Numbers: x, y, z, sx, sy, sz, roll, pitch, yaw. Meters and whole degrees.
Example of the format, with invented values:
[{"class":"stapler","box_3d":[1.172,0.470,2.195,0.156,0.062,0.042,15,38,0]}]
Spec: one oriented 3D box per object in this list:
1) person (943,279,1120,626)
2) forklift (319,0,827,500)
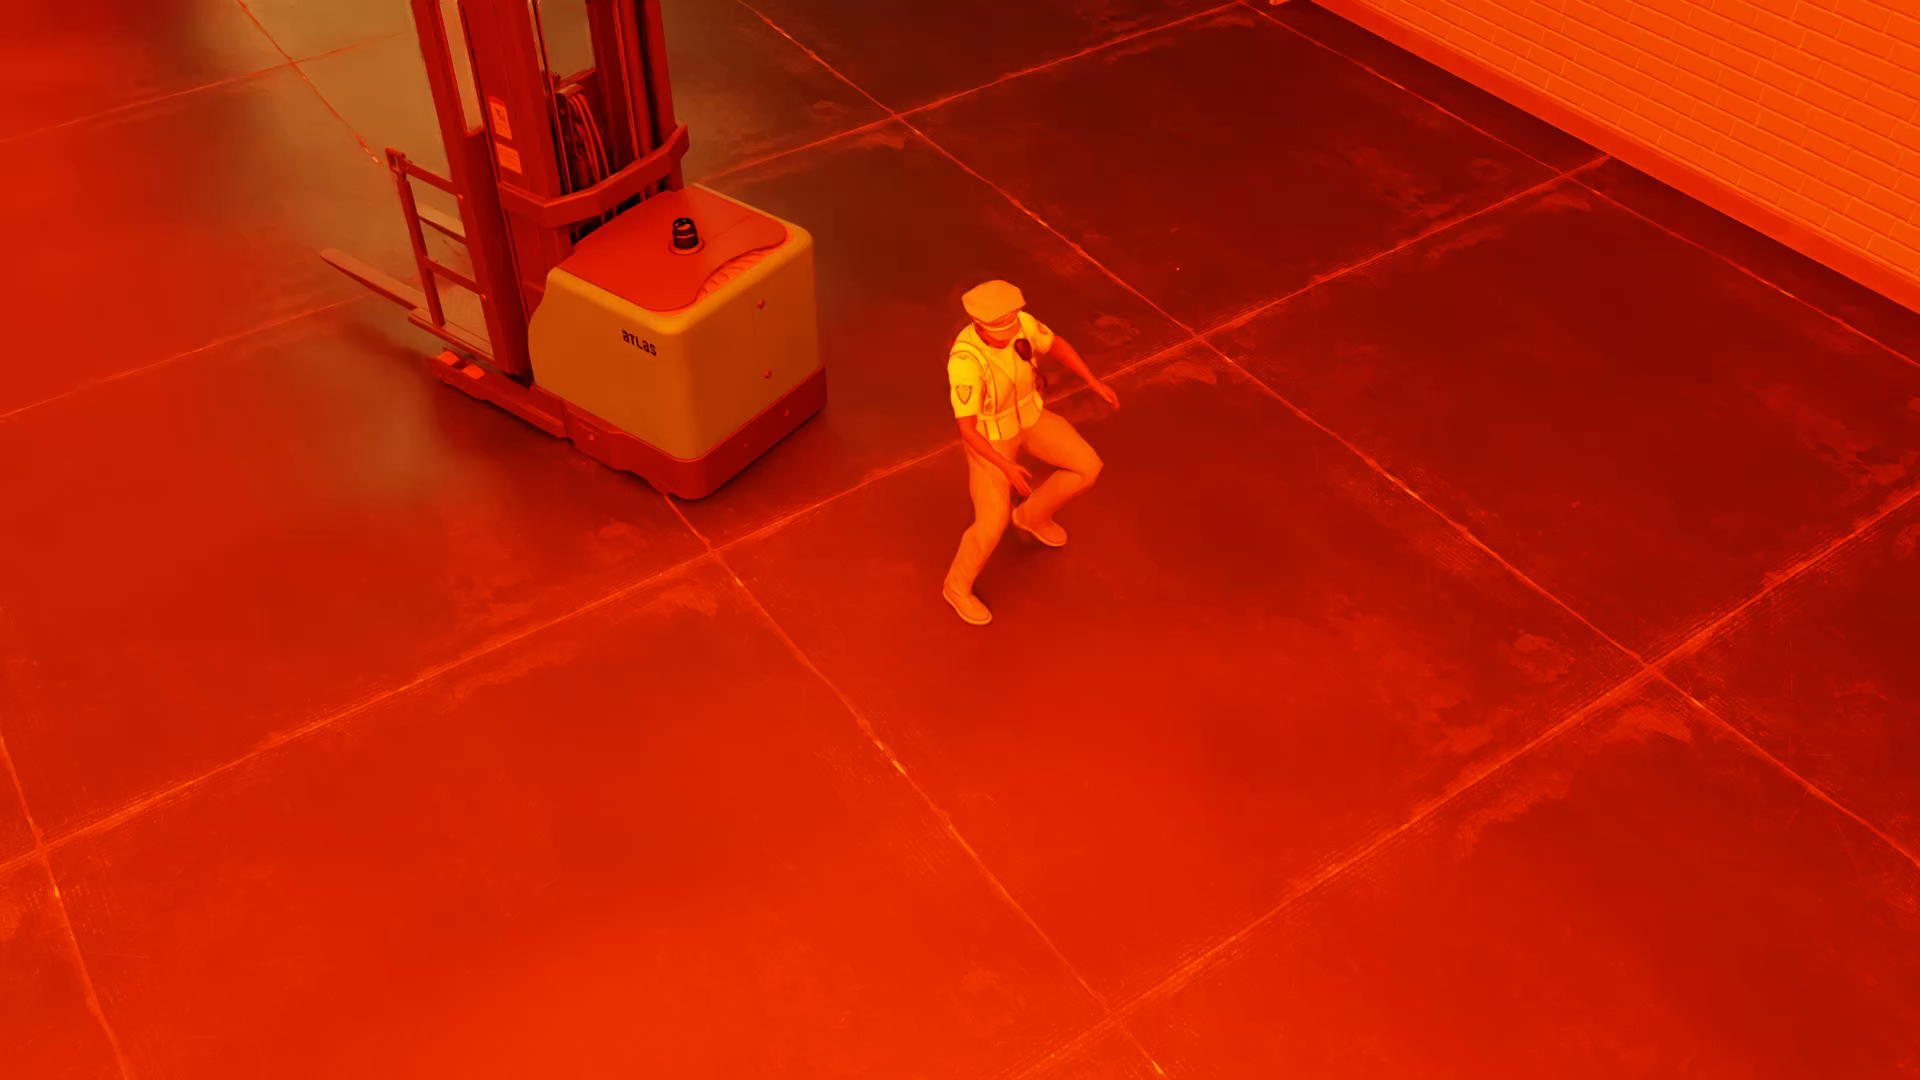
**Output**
[{"class":"person","box_3d":[0.272,-0.419,7.238,0.850,1.481,0.715,-29,50,-28]},{"class":"forklift","box_3d":[-2.169,-2.085,7.978,3.031,2.935,1.130,27,49,26]}]
